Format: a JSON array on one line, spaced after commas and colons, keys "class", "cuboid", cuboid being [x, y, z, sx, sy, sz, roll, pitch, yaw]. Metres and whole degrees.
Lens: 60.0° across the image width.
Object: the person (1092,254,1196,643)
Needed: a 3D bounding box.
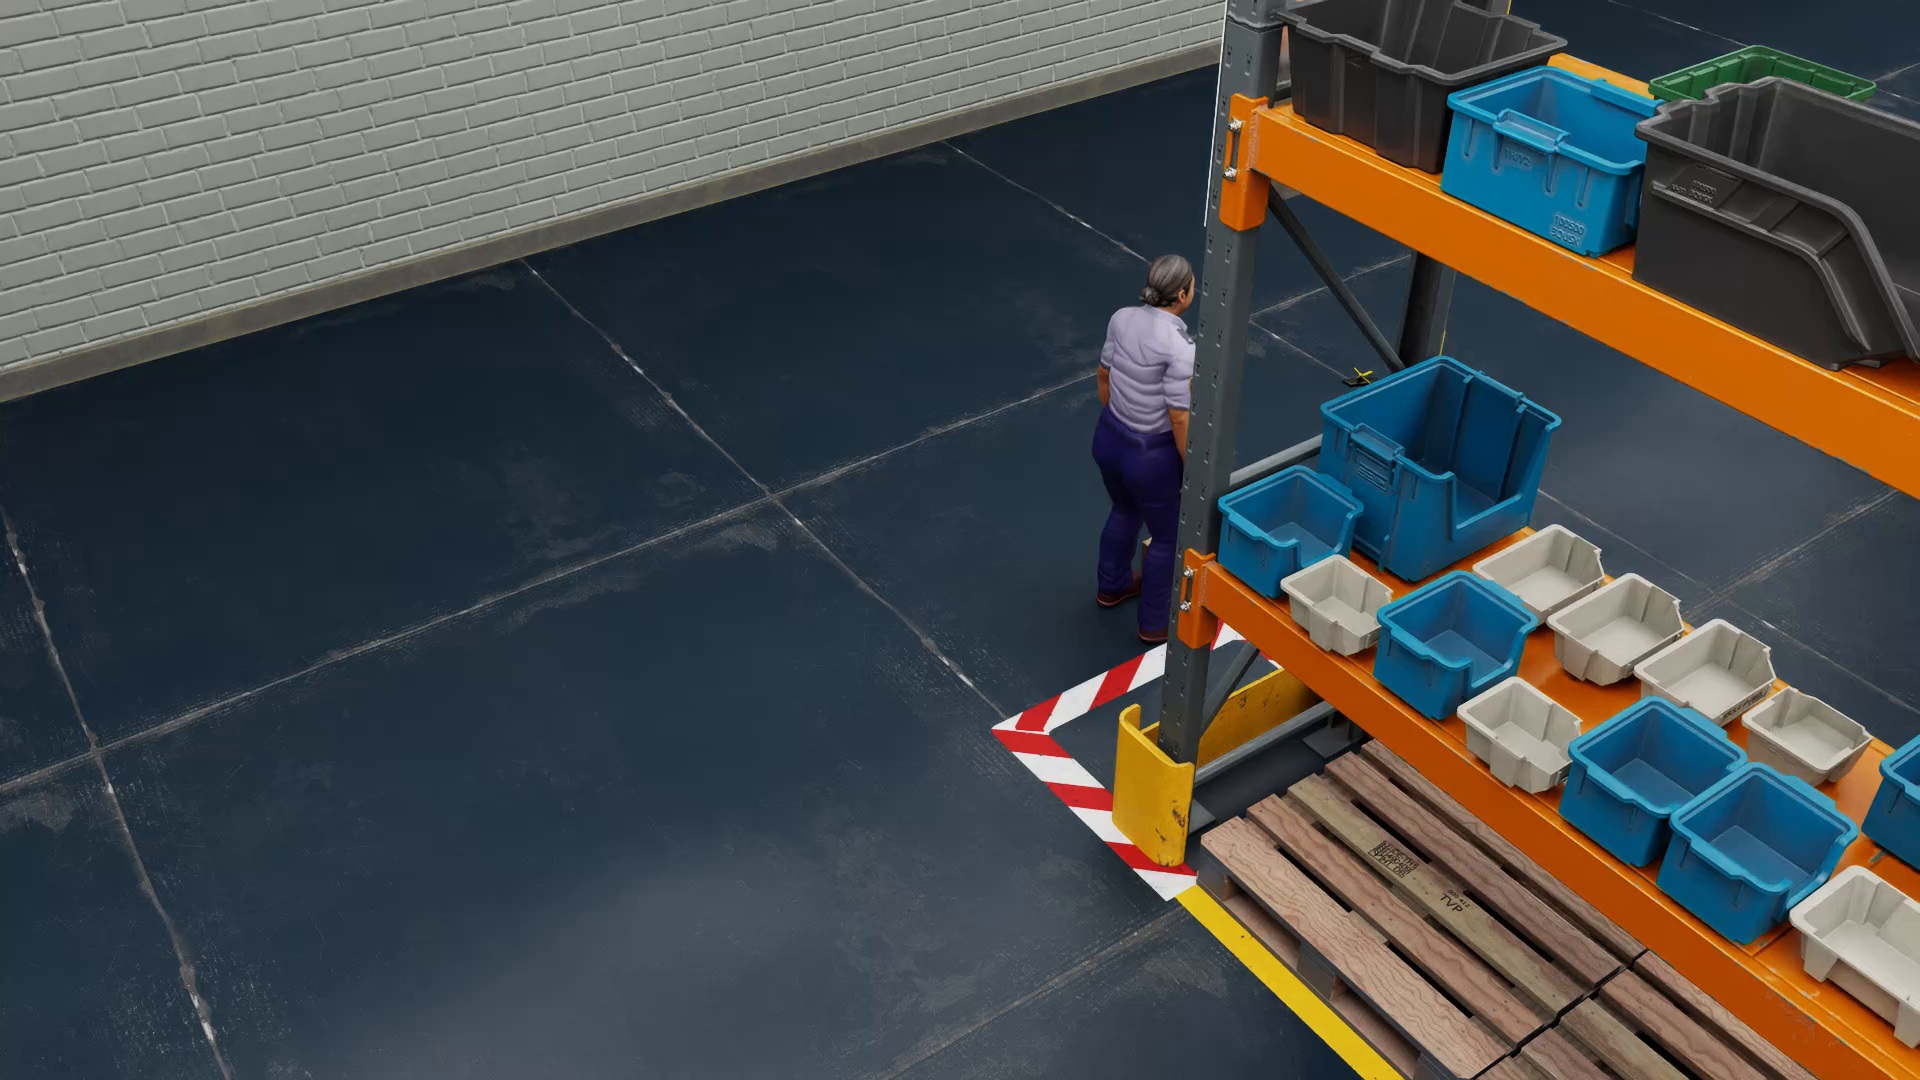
[{"class": "person", "cuboid": [0.757, -0.358, 6.637, 0.368, 1.652, 0.564, -22, 42, -27]}]
